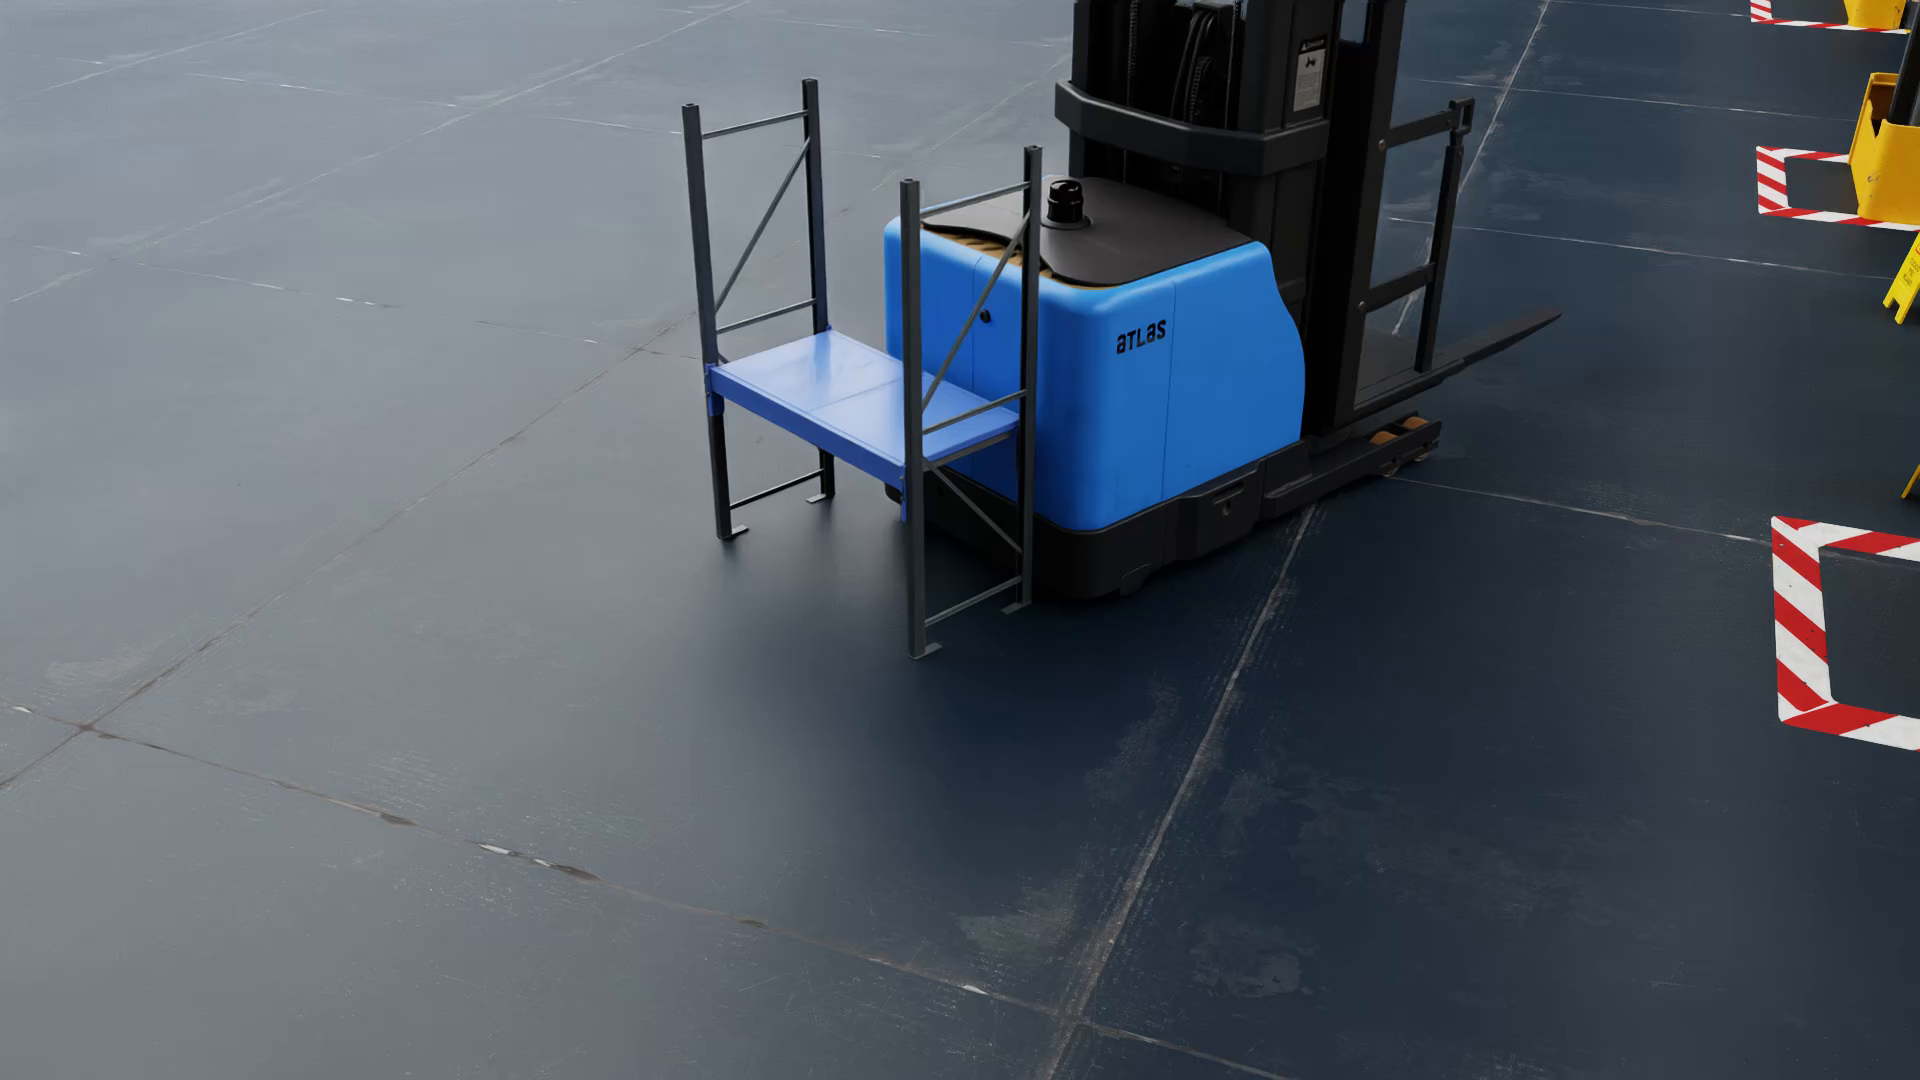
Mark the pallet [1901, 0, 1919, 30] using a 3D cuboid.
[{"bbox_3d":[7.891,-4.070,12.736,1.213,0.211,1.003,11,31,19],"label":"pallet"}]

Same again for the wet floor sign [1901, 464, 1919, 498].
[{"bbox_3d":[3.581,-0.444,5.880,0.232,0.644,0.267,24,37,36],"label":"wet floor sign"}]

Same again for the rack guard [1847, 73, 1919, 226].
[{"bbox_3d":[5.100,-2.138,9.024,0.348,0.500,1.175,11,31,19],"label":"rack guard"}]

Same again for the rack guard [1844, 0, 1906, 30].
[{"bbox_3d":[7.151,-4.362,12.959,0.348,0.500,1.175,11,31,19],"label":"rack guard"}]

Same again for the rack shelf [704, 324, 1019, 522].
[{"bbox_3d":[-0.306,-0.398,5.296,0.538,0.185,1.000,-24,37,-36],"label":"rack shelf"}]

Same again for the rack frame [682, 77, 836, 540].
[{"bbox_3d":[-0.647,-0.740,5.535,0.500,1.500,0.032,-24,37,-36],"label":"rack frame"}]

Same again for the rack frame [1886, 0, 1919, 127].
[{"bbox_3d":[5.122,-3.222,8.401,0.127,3.000,1.000,11,31,19],"label":"rack frame"}]

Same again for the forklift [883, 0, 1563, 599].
[{"bbox_3d":[1.179,-1.685,5.752,3.031,2.935,1.130,-23,37,-35],"label":"forklift"}]

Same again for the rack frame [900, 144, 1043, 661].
[{"bbox_3d":[0.036,-0.370,4.880,0.500,1.500,0.032,-24,37,-36],"label":"rack frame"}]

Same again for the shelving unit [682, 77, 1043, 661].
[{"bbox_3d":[-0.306,-0.555,5.207,0.538,1.500,1.048,-24,37,-36],"label":"shelving unit"}]

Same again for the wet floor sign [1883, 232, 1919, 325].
[{"bbox_3d":[4.351,-1.299,7.393,0.232,0.644,0.267,6,30,11],"label":"wet floor sign"}]
